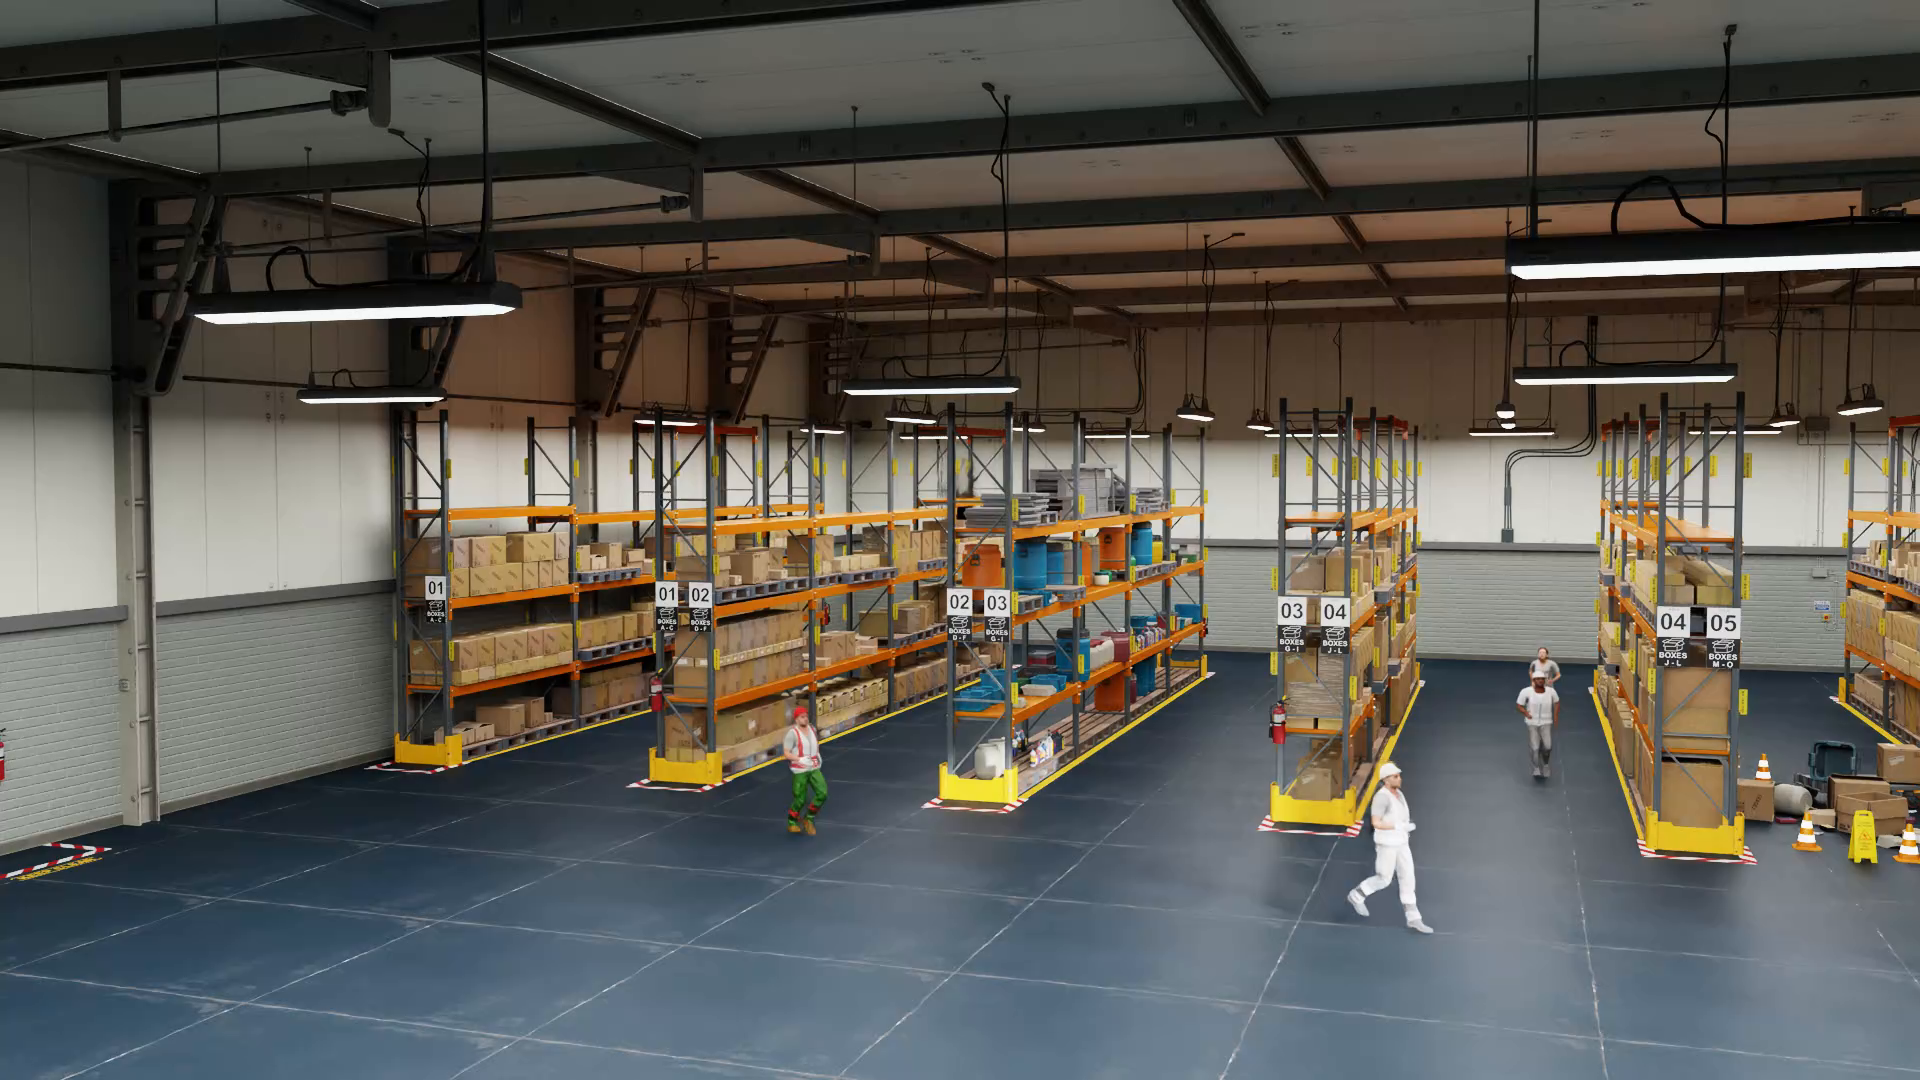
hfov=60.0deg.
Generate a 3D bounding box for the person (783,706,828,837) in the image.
[{"bbox_3d":[-2.105,3.147,22.630,0.665,1.769,0.661,-2,3,-39],"label":"person"}]

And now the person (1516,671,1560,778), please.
[{"bbox_3d":[9.338,2.977,26.832,0.692,1.742,0.642,1,3,14],"label":"person"}]

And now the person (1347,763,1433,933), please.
[{"bbox_3d":[4.670,3.310,18.041,0.987,1.786,0.656,2,3,44],"label":"person"}]

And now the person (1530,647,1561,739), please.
[{"bbox_3d":[10.909,2.830,31.012,0.565,1.702,0.840,1,3,22],"label":"person"}]
